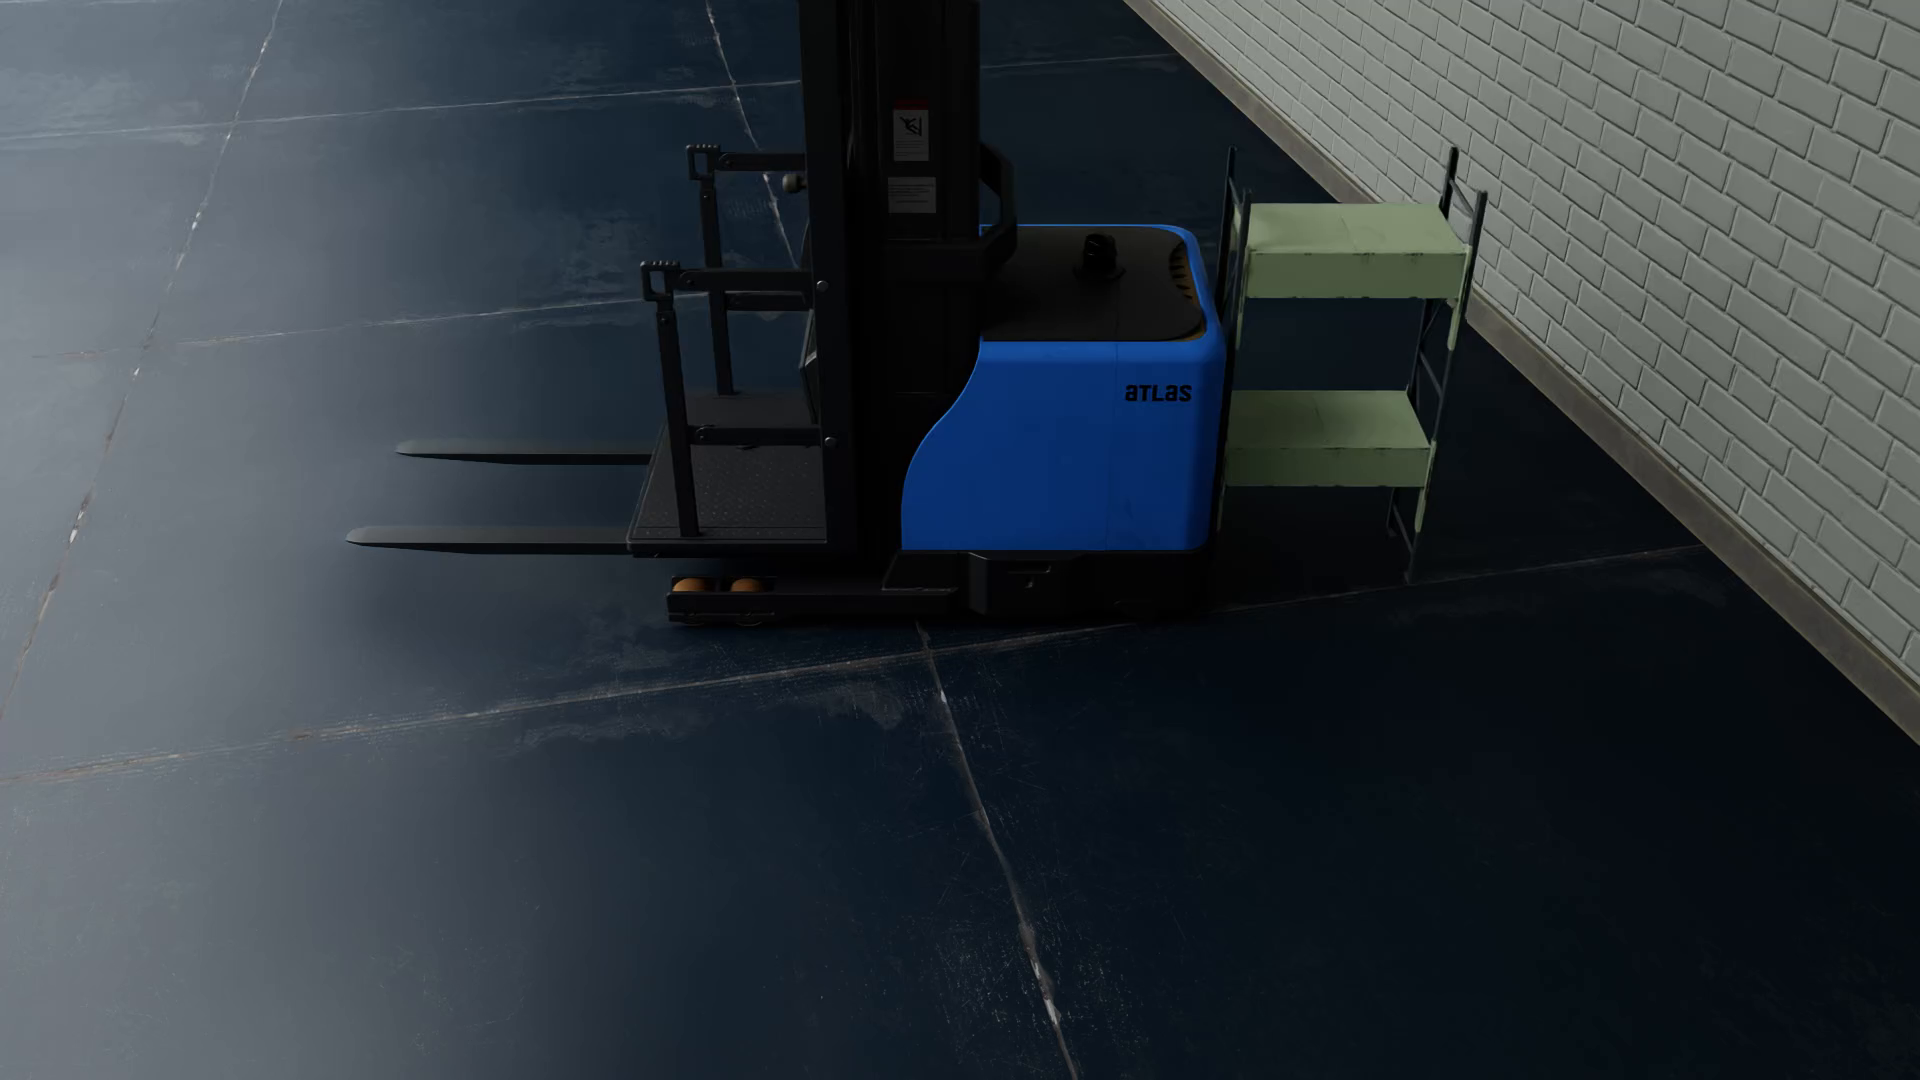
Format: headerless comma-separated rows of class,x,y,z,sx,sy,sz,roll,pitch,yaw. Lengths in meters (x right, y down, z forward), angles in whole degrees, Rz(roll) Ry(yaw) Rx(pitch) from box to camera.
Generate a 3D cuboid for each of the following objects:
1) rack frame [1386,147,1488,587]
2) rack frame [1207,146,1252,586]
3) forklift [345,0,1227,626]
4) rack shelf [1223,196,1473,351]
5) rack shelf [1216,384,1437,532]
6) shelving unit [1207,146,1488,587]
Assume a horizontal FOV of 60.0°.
rack frame,1.630,-0.565,5.747,0.023,1.500,0.400,0,34,0
rack frame,0.898,-0.568,5.750,0.023,1.500,0.400,0,34,0
forklift,-0.647,-1.211,5.424,3.031,2.935,1.130,0,34,0
rack shelf,1.264,-0.891,5.531,0.720,0.370,0.431,0,34,0
rack shelf,1.264,-0.296,5.930,0.720,0.370,0.431,0,34,0
shelving unit,1.264,-0.567,5.748,0.755,1.500,0.431,0,34,0
